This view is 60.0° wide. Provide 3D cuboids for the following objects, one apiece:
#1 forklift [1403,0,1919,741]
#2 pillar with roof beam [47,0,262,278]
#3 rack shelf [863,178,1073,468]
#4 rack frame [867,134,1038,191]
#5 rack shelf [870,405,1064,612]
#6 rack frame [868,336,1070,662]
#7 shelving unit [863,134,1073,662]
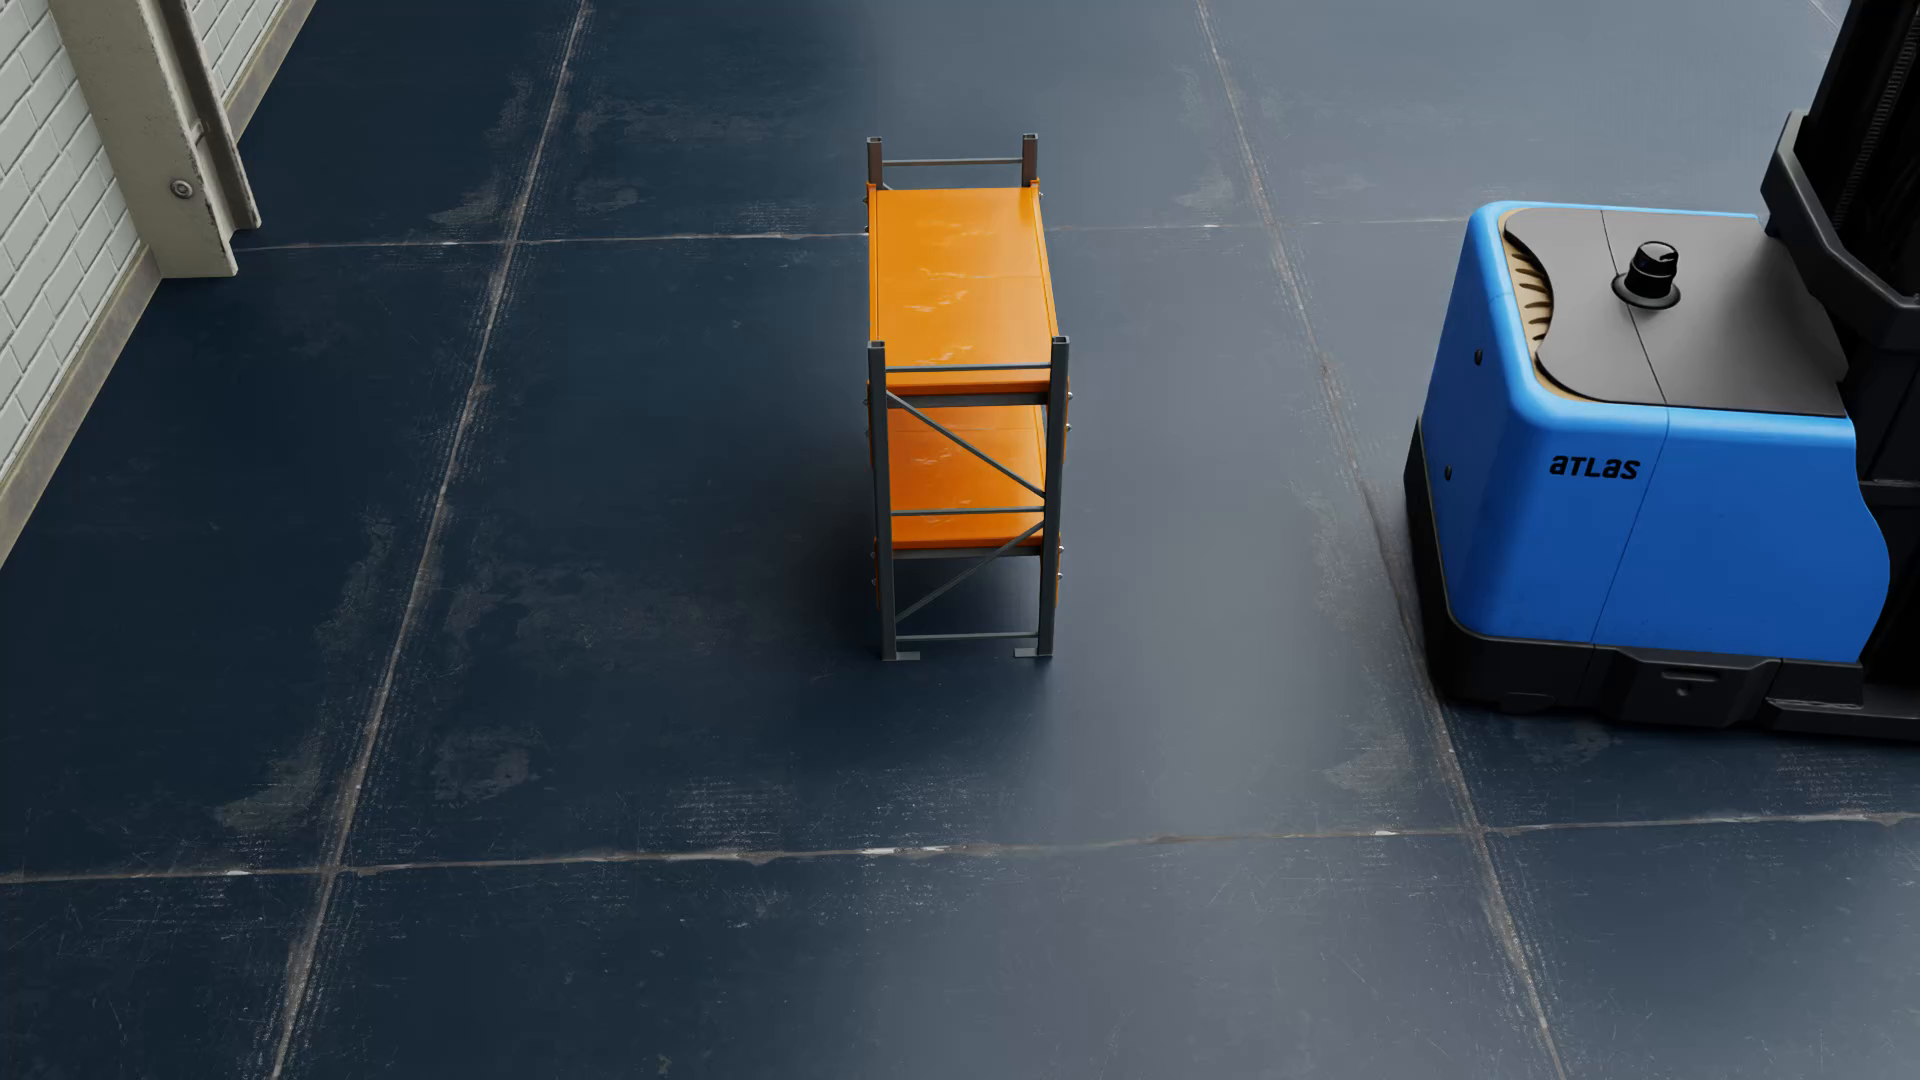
[{"bbox_3d":[2.891,-0.833,3.990,3.031,2.935,1.130,4,43,4],"label":"forklift"},{"bbox_3d":[1.368,-4.577,3.584,9.100,9.000,0.400,-2,43,-2],"label":"pillar with roof beam"},{"bbox_3d":[0.000,-0.635,4.677,0.538,0.278,1.000,-2,43,-2],"label":"rack shelf"},{"bbox_3d":[-0.022,-0.762,5.249,0.500,1.125,0.032,-2,43,-2],"label":"rack frame"},{"bbox_3d":[0.000,-0.239,5.040,0.538,0.278,1.000,-2,43,-2],"label":"rack shelf"},{"bbox_3d":[0.021,-0.076,4.500,0.500,1.125,0.032,-2,43,-2],"label":"rack frame"},{"bbox_3d":[0.000,-0.419,4.875,0.538,1.125,1.048,-2,43,-2],"label":"shelving unit"}]
